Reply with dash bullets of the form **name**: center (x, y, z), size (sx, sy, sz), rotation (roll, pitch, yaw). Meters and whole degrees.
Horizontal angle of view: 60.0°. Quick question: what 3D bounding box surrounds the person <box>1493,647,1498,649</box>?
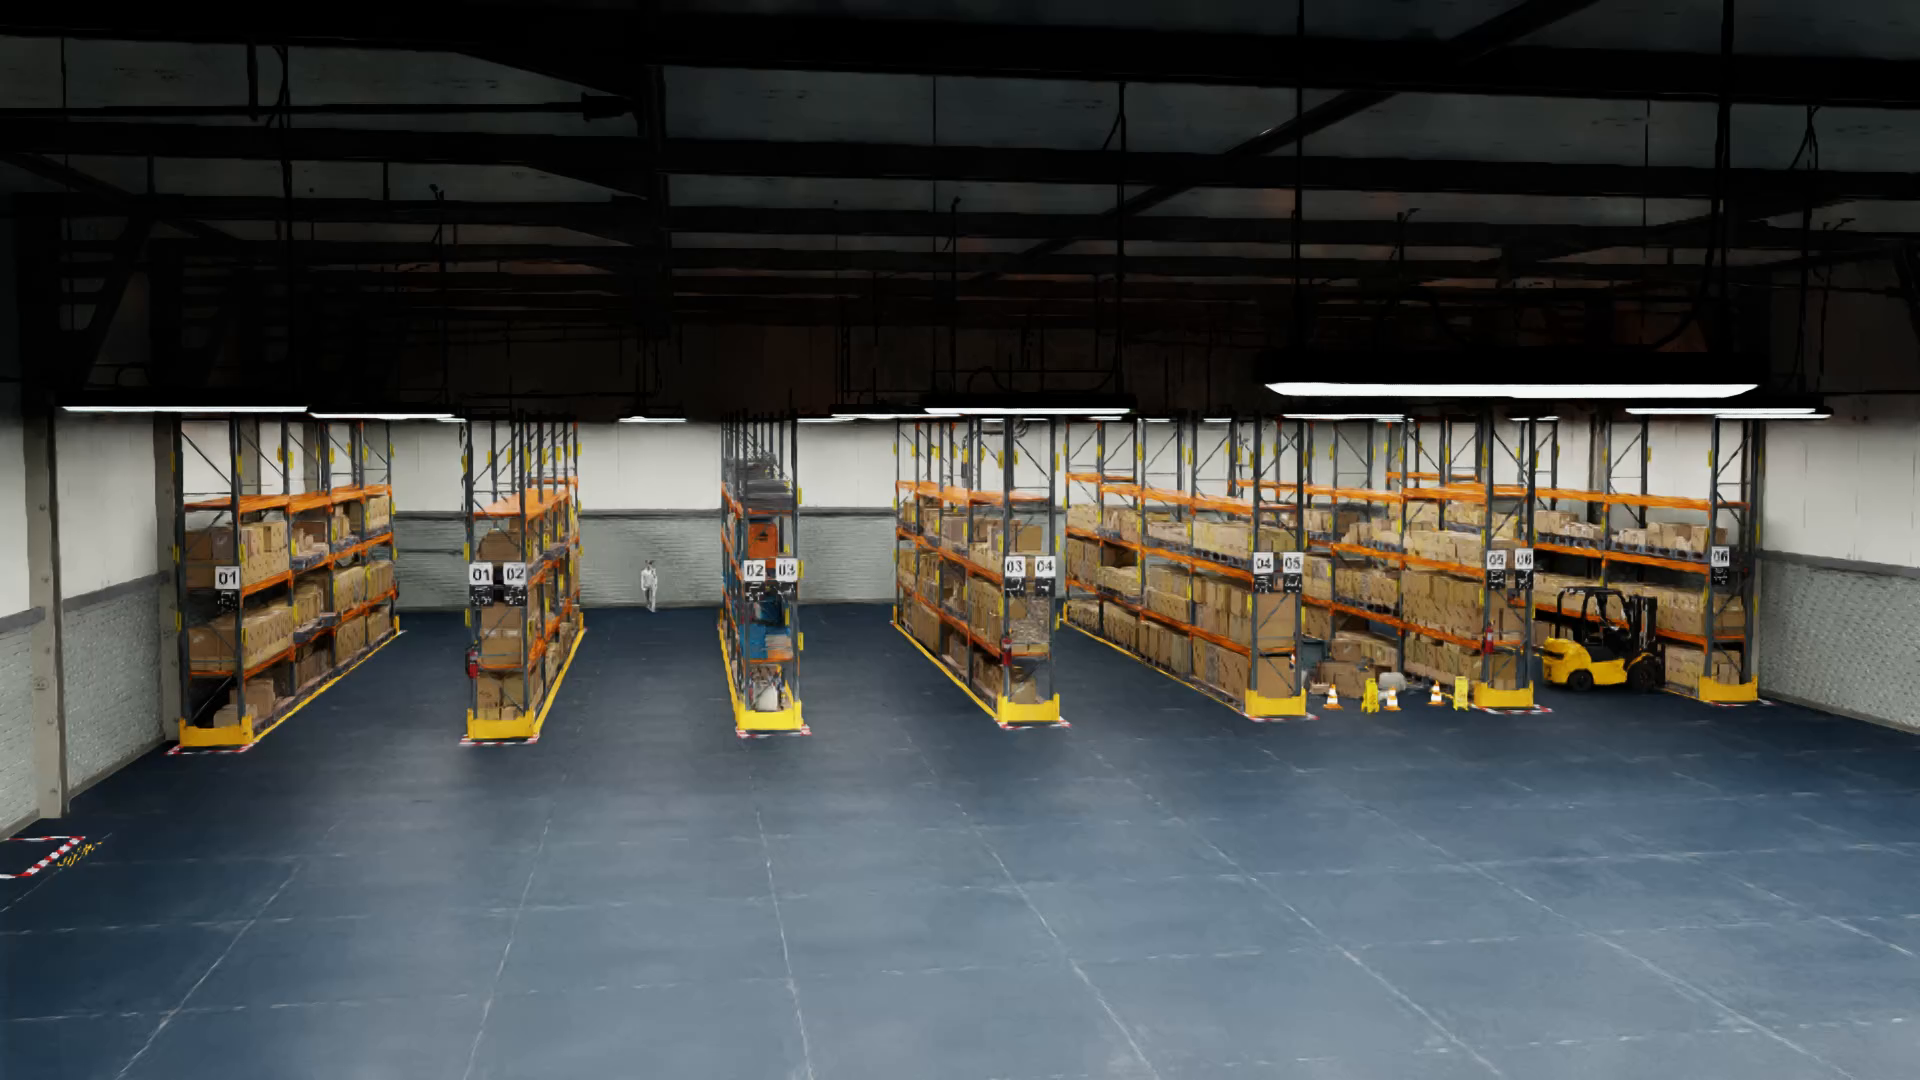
- **person**: center (12.223, 2.293, 38.224), size (0.346, 1.606, 0.482), rotation (-3, 5, -38)

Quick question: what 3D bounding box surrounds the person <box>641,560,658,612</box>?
- **person**: center (-9.484, 1.374, 50.720), size (0.495, 1.589, 1.086), rotation (-1, 4, -7)

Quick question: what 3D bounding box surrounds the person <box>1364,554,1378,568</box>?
- **person**: center (12.715, 1.277, 51.569), size (0.455, 1.680, 0.687), rotation (-4, 5, -43)
